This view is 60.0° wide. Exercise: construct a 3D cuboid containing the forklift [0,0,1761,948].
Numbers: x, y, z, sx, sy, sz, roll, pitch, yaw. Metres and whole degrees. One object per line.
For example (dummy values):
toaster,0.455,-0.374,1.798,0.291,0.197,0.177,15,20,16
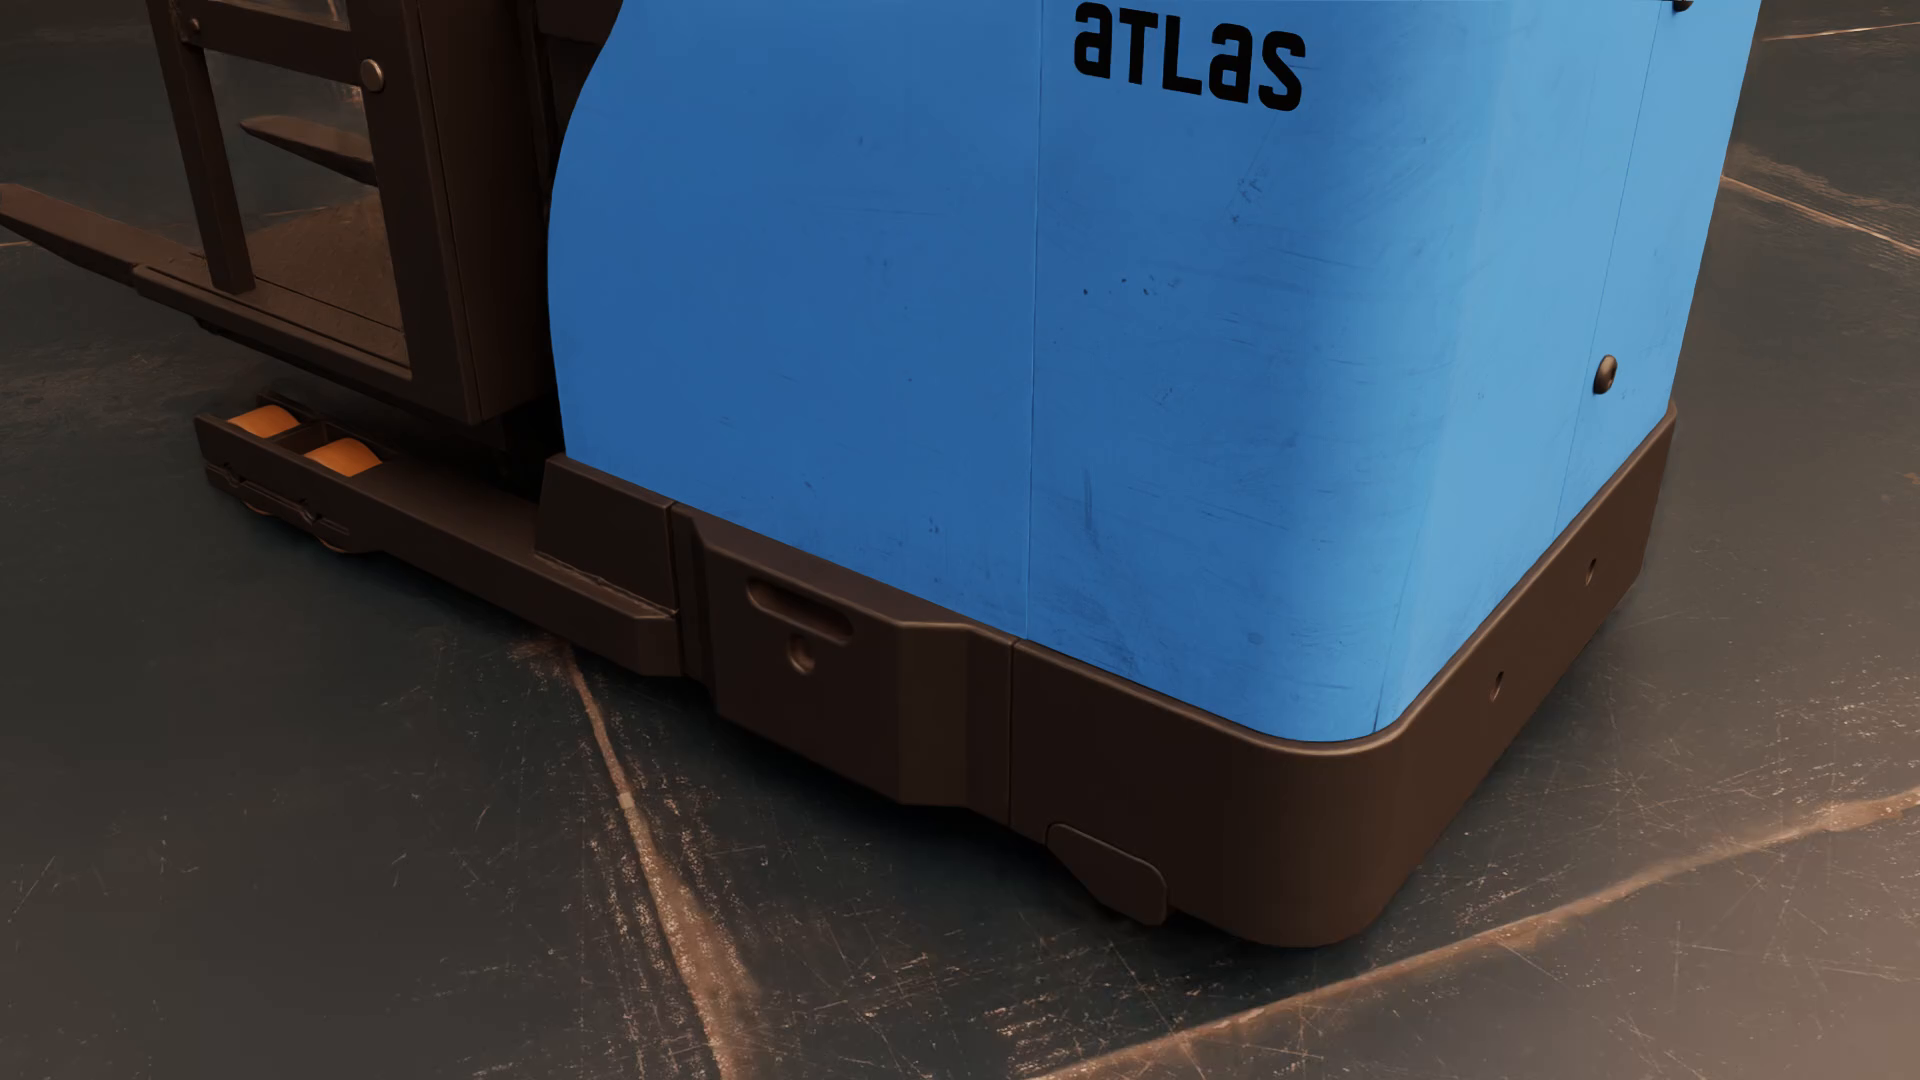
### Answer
forklift,-0.543,-1.442,2.071,3.031,2.935,1.130,20,35,31
